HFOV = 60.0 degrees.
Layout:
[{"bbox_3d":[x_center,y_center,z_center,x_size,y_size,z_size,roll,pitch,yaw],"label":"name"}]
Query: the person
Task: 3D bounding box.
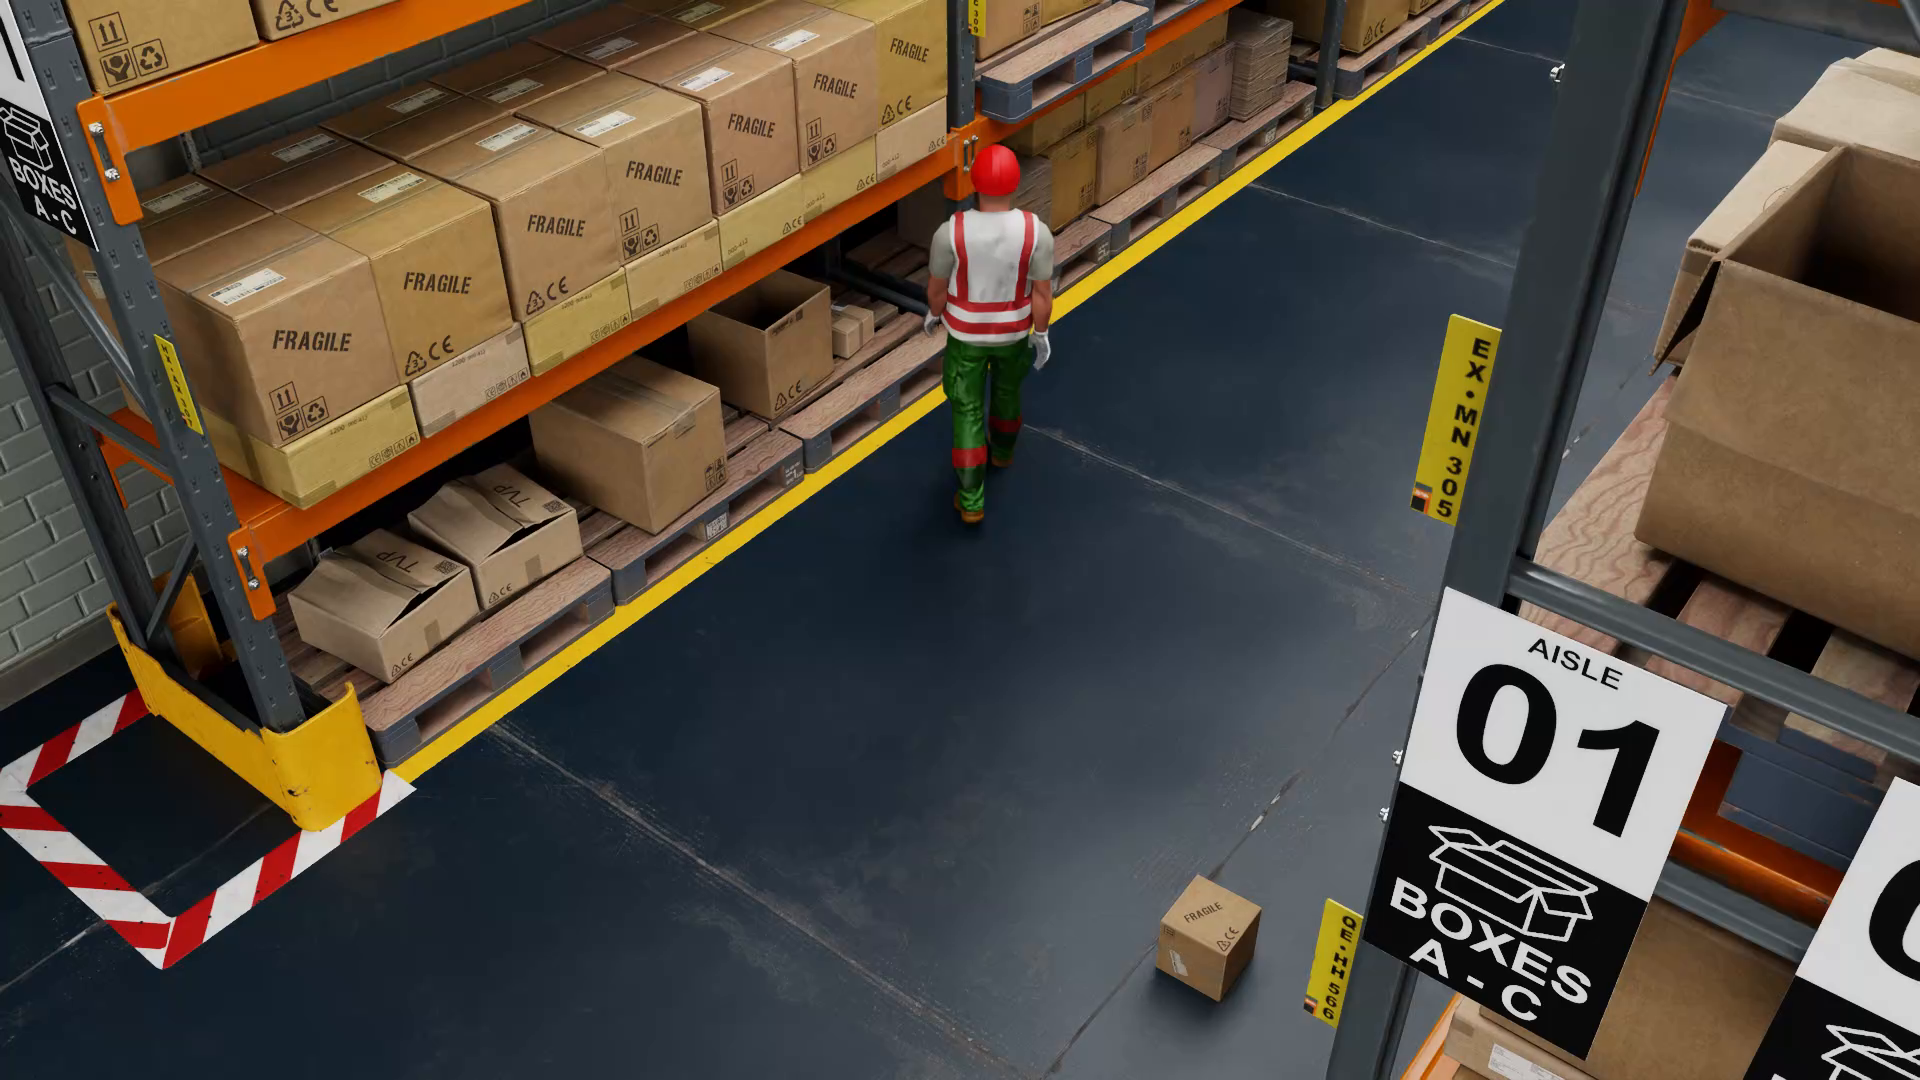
[{"bbox_3d":[0.113,-0.977,7.378,0.544,1.779,0.755,-4,39,-5],"label":"person"}]
